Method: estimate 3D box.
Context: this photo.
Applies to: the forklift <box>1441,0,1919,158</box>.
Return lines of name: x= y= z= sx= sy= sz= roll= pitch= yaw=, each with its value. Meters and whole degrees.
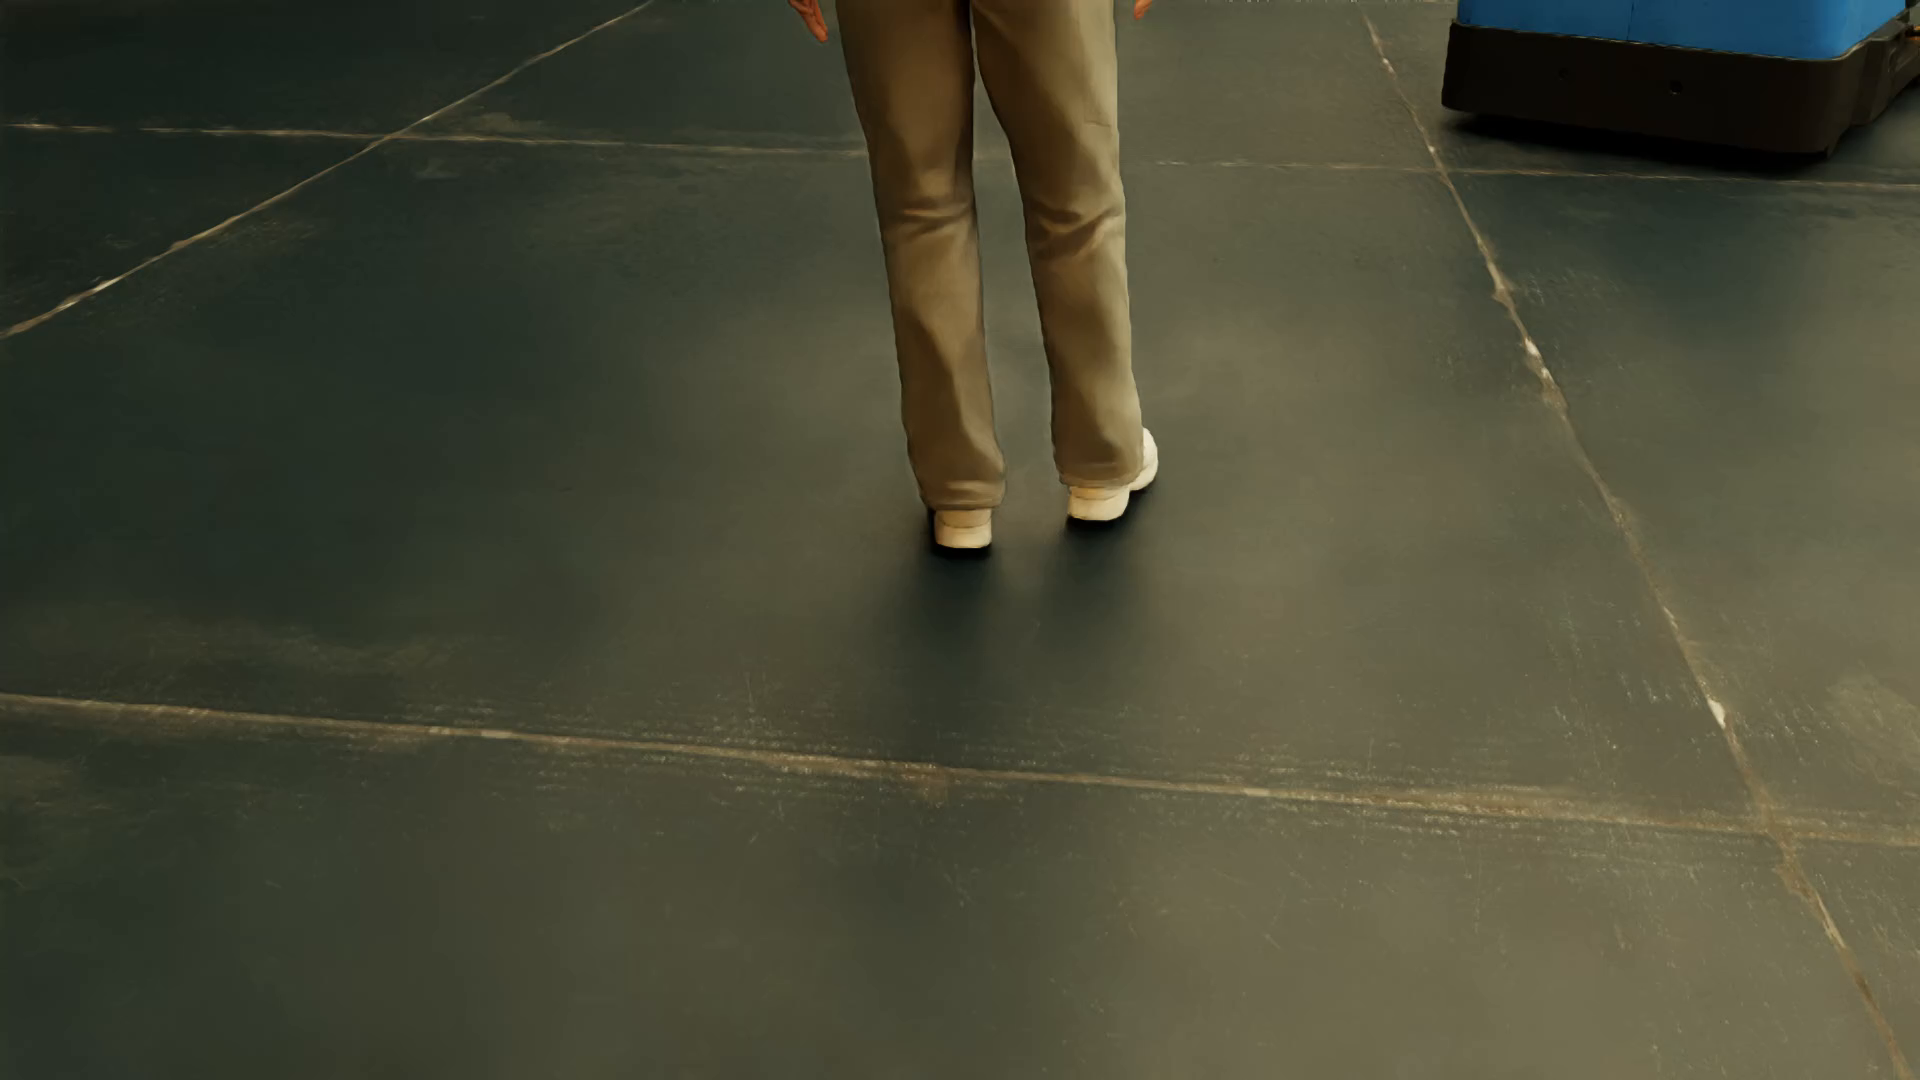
forklift: x=2.699 y=-2.931 z=5.092 sx=1.130 sy=2.935 sz=3.031 roll=18 pitch=32 yaw=32

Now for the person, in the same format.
person: x=0.023 y=-0.788 z=2.187 sx=0.550 sy=1.674 sz=0.548 roll=3 pitch=27 yaw=7
